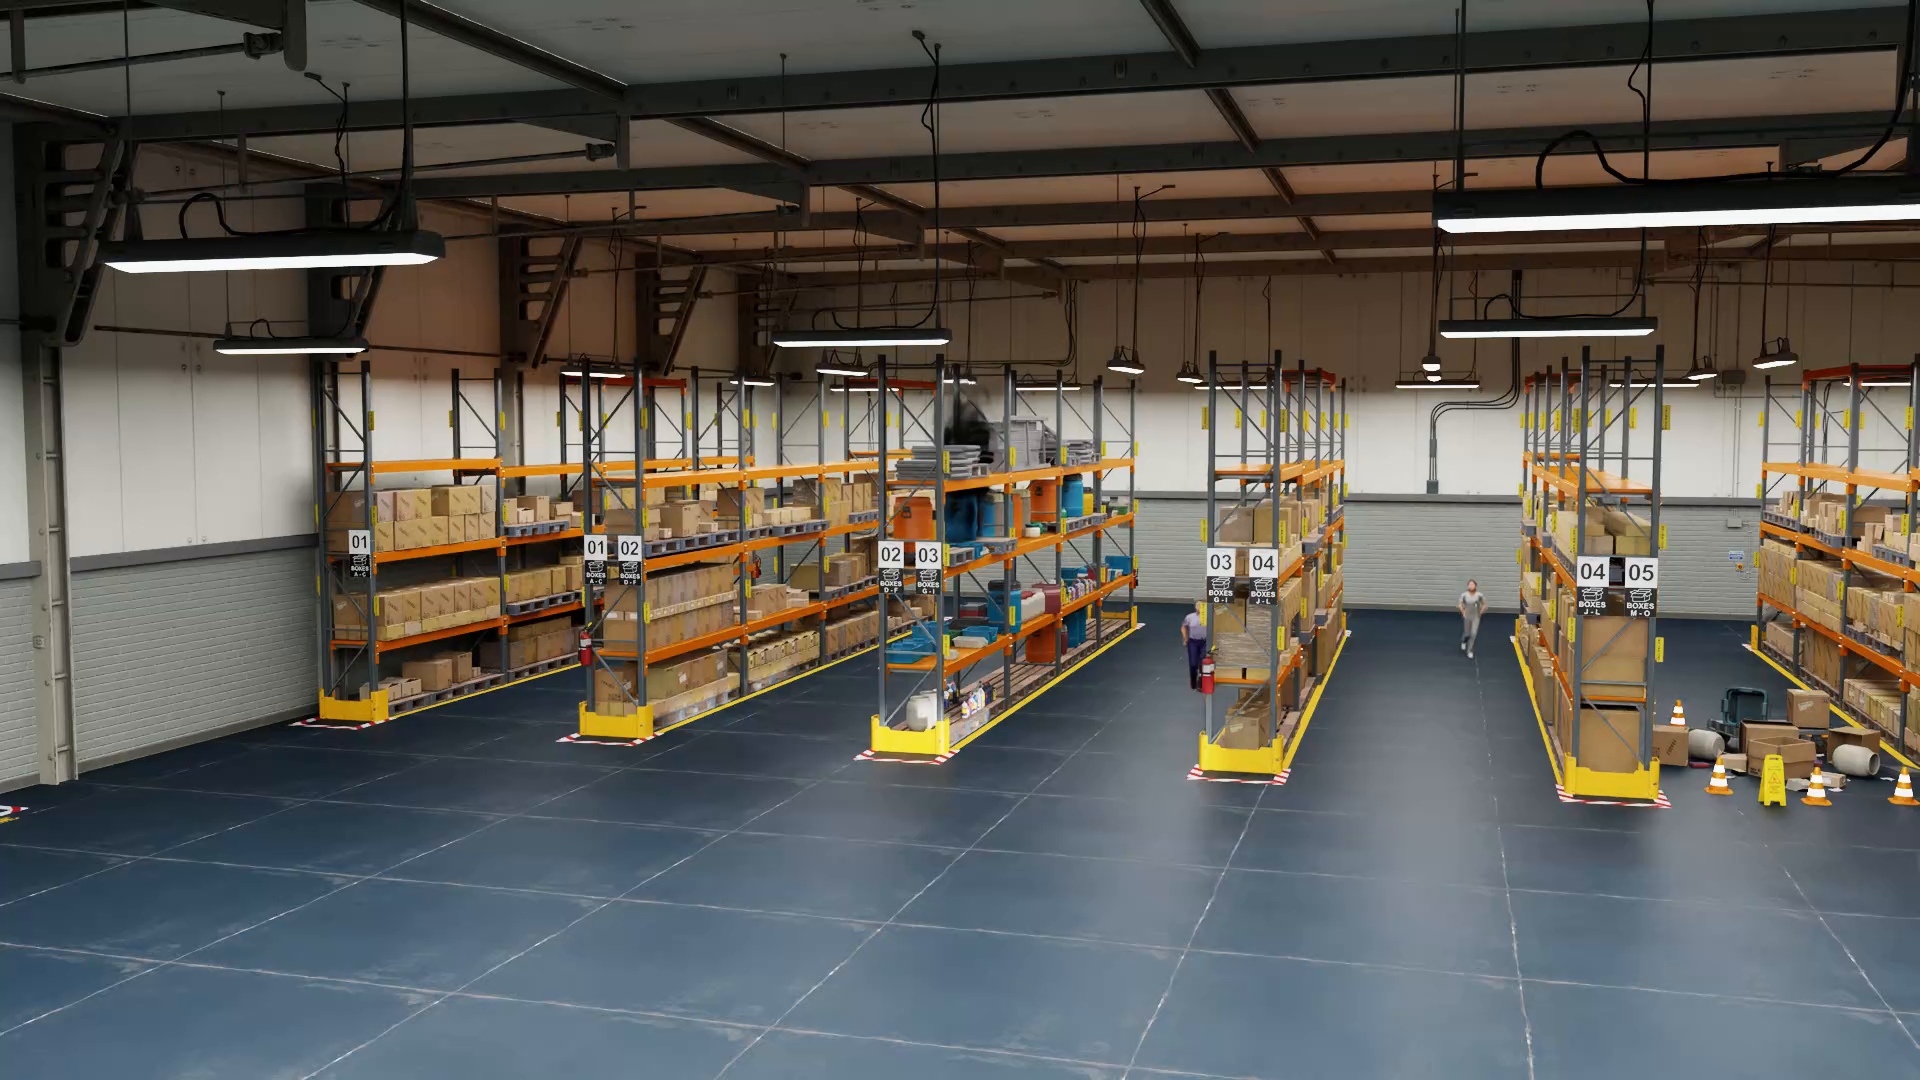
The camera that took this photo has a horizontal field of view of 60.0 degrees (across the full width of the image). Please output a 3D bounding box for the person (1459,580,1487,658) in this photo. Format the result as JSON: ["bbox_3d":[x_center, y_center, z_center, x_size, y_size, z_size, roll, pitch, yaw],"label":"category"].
[{"bbox_3d":[10.920,1.666,35.433,0.567,1.645,0.647,1,4,15],"label":"person"}]

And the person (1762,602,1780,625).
[{"bbox_3d":[18.393,1.557,37.608,0.593,1.538,0.490,-4,6,-43],"label":"person"}]

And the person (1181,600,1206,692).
[{"bbox_3d":[4.169,1.847,28.996,0.607,1.607,0.504,0,4,6],"label":"person"}]
